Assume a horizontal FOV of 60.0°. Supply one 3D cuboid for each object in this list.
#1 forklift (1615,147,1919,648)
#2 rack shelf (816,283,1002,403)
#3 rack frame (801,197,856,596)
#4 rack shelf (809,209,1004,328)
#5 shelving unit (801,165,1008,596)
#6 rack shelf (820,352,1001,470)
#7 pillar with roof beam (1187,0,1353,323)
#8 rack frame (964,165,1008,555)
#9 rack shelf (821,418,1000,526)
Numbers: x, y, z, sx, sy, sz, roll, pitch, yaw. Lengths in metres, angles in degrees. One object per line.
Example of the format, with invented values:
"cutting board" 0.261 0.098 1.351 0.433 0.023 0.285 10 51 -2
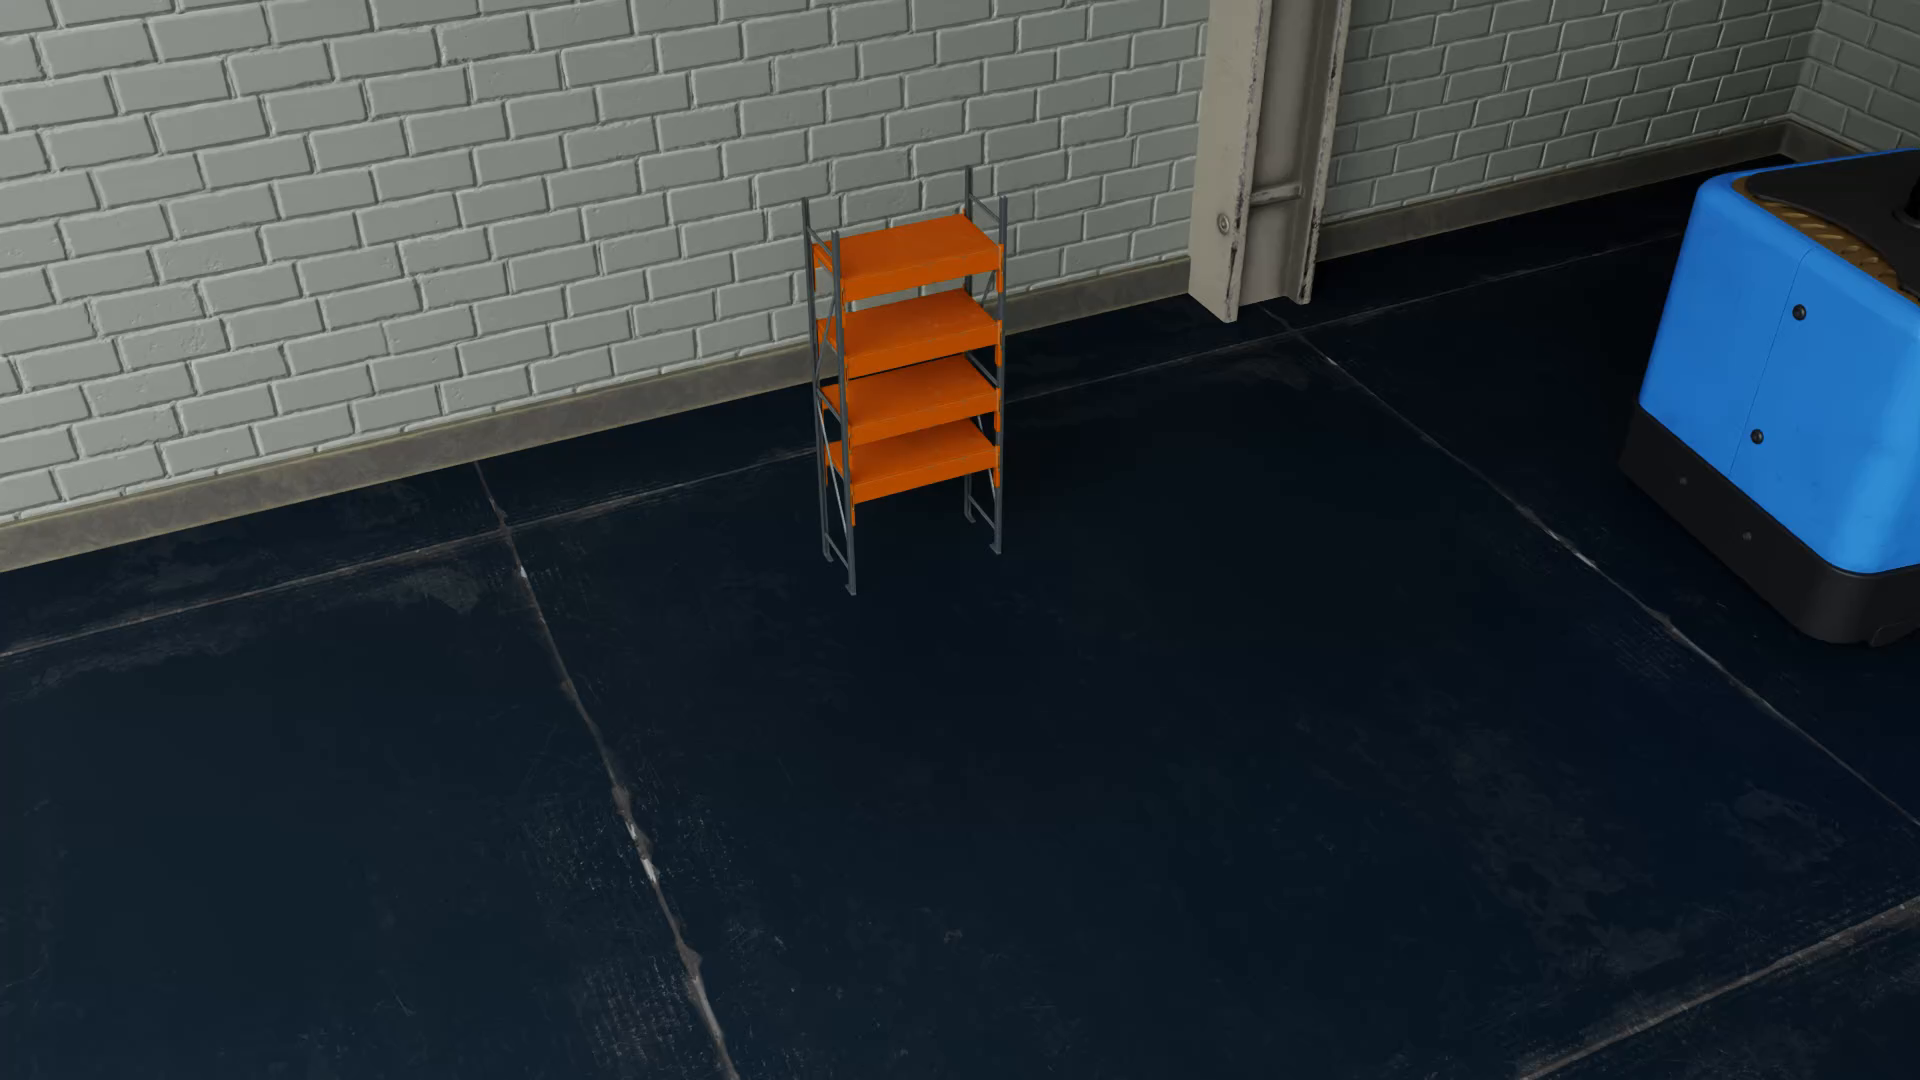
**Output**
"forklift" 3.731 -1.371 4.638 3.031 2.935 1.130 -10 38 -14
"rack shelf" -0.150 -0.566 4.743 0.480 0.148 0.258 -16 39 -20
"rack frame" -0.371 -0.378 4.753 0.015 1.200 0.240 -16 39 -20
"rack shelf" -0.150 -0.756 4.602 0.480 0.148 0.258 -16 39 -20
"shelving unit" -0.150 -0.440 4.836 0.503 1.200 0.258 -16 39 -20
"rack shelf" -0.150 -0.386 4.876 0.480 0.148 0.258 -16 39 -20
"pillar with roof beam" 2.960 -2.256 0.738 0.400 9.000 9.100 -16 39 -20
"rack frame" 0.071 -0.502 4.919 0.015 1.200 0.240 -16 39 -20
"rack shelf" -0.150 -0.226 4.994 0.480 0.148 0.258 -16 39 -20
